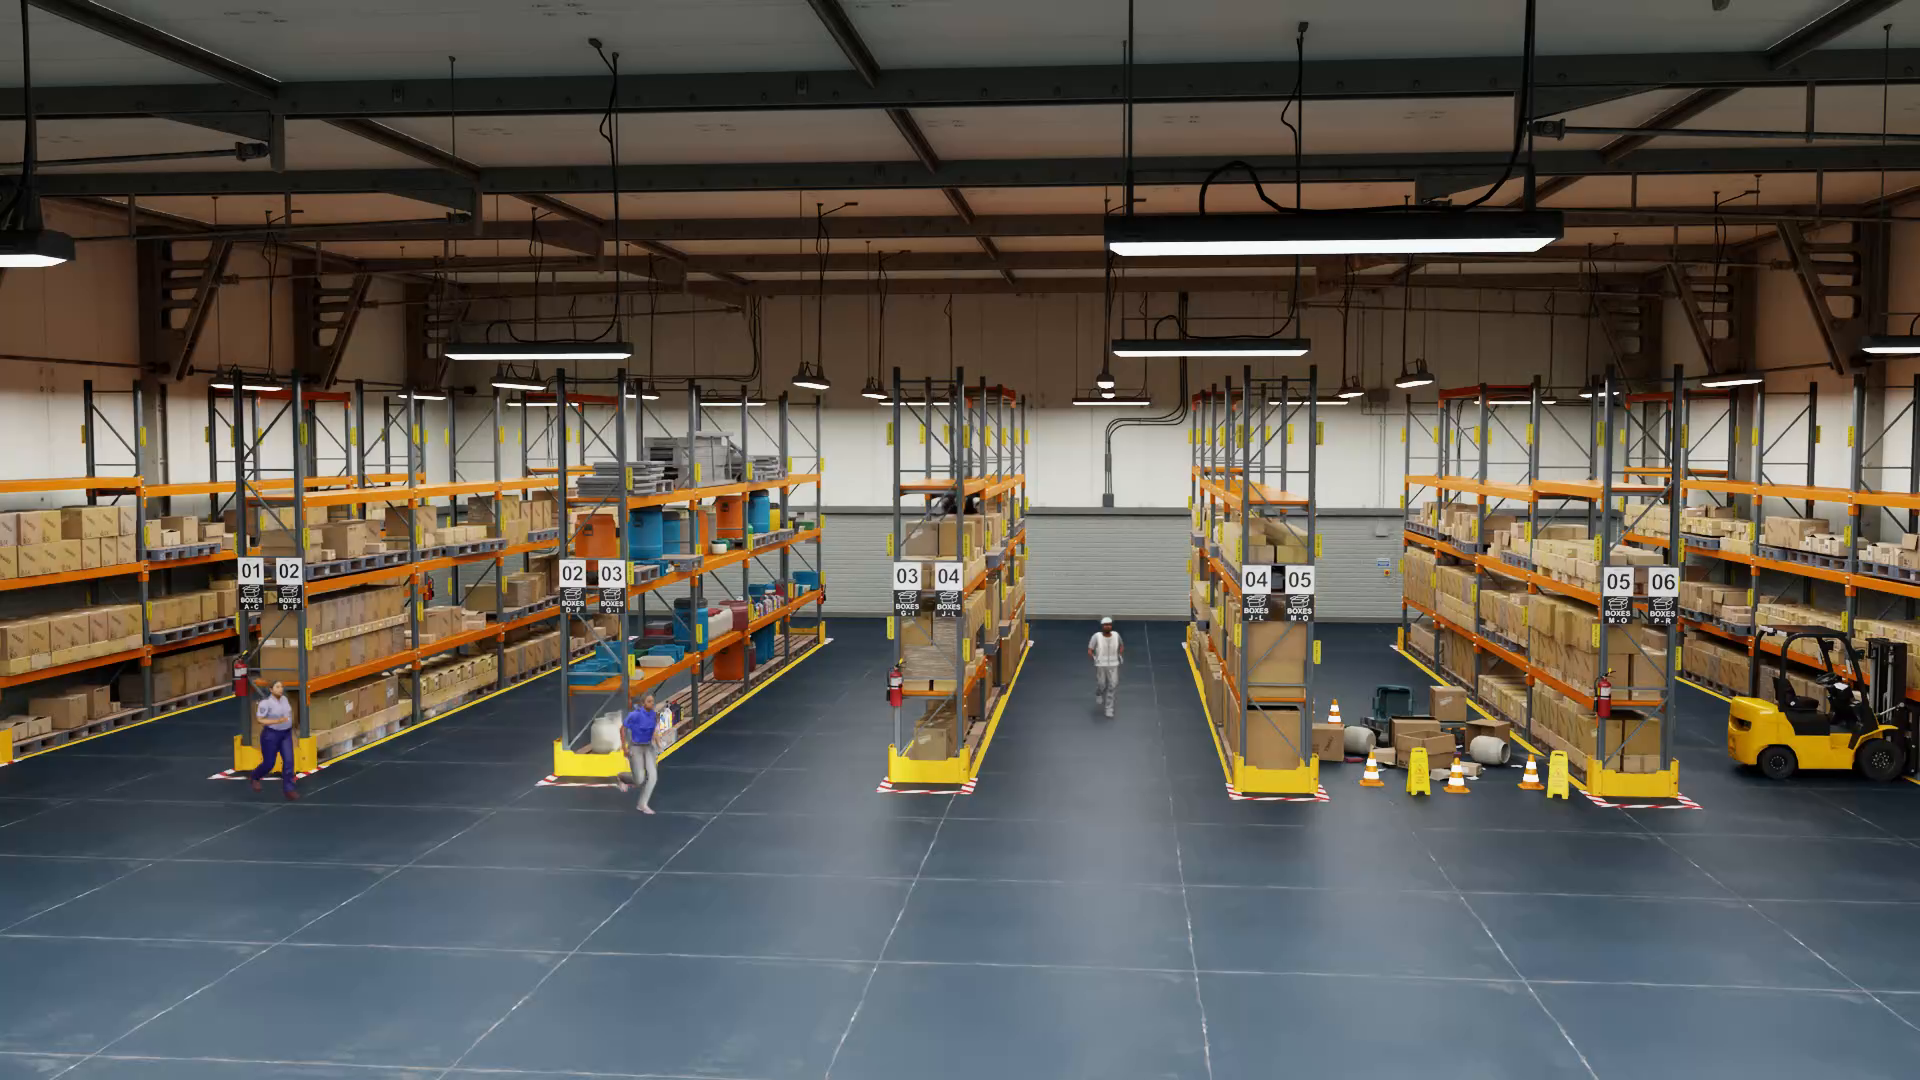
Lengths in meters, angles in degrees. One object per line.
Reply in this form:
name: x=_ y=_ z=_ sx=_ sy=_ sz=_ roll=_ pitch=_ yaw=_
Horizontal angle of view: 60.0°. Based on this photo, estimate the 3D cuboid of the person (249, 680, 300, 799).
person: x=-9.480 y=2.741 z=23.014 sx=0.857 sy=1.635 sz=0.622 roll=2 pitch=4 yaw=30

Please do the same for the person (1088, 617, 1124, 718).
person: x=2.639 y=2.269 z=29.928 sx=0.683 sy=1.765 sz=0.849 roll=0 pitch=4 yaw=-8

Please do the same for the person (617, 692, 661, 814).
person: x=-4.319 y=2.878 z=22.296 sx=0.675 sy=1.548 sz=0.599 roll=3 pitch=5 yaw=39
